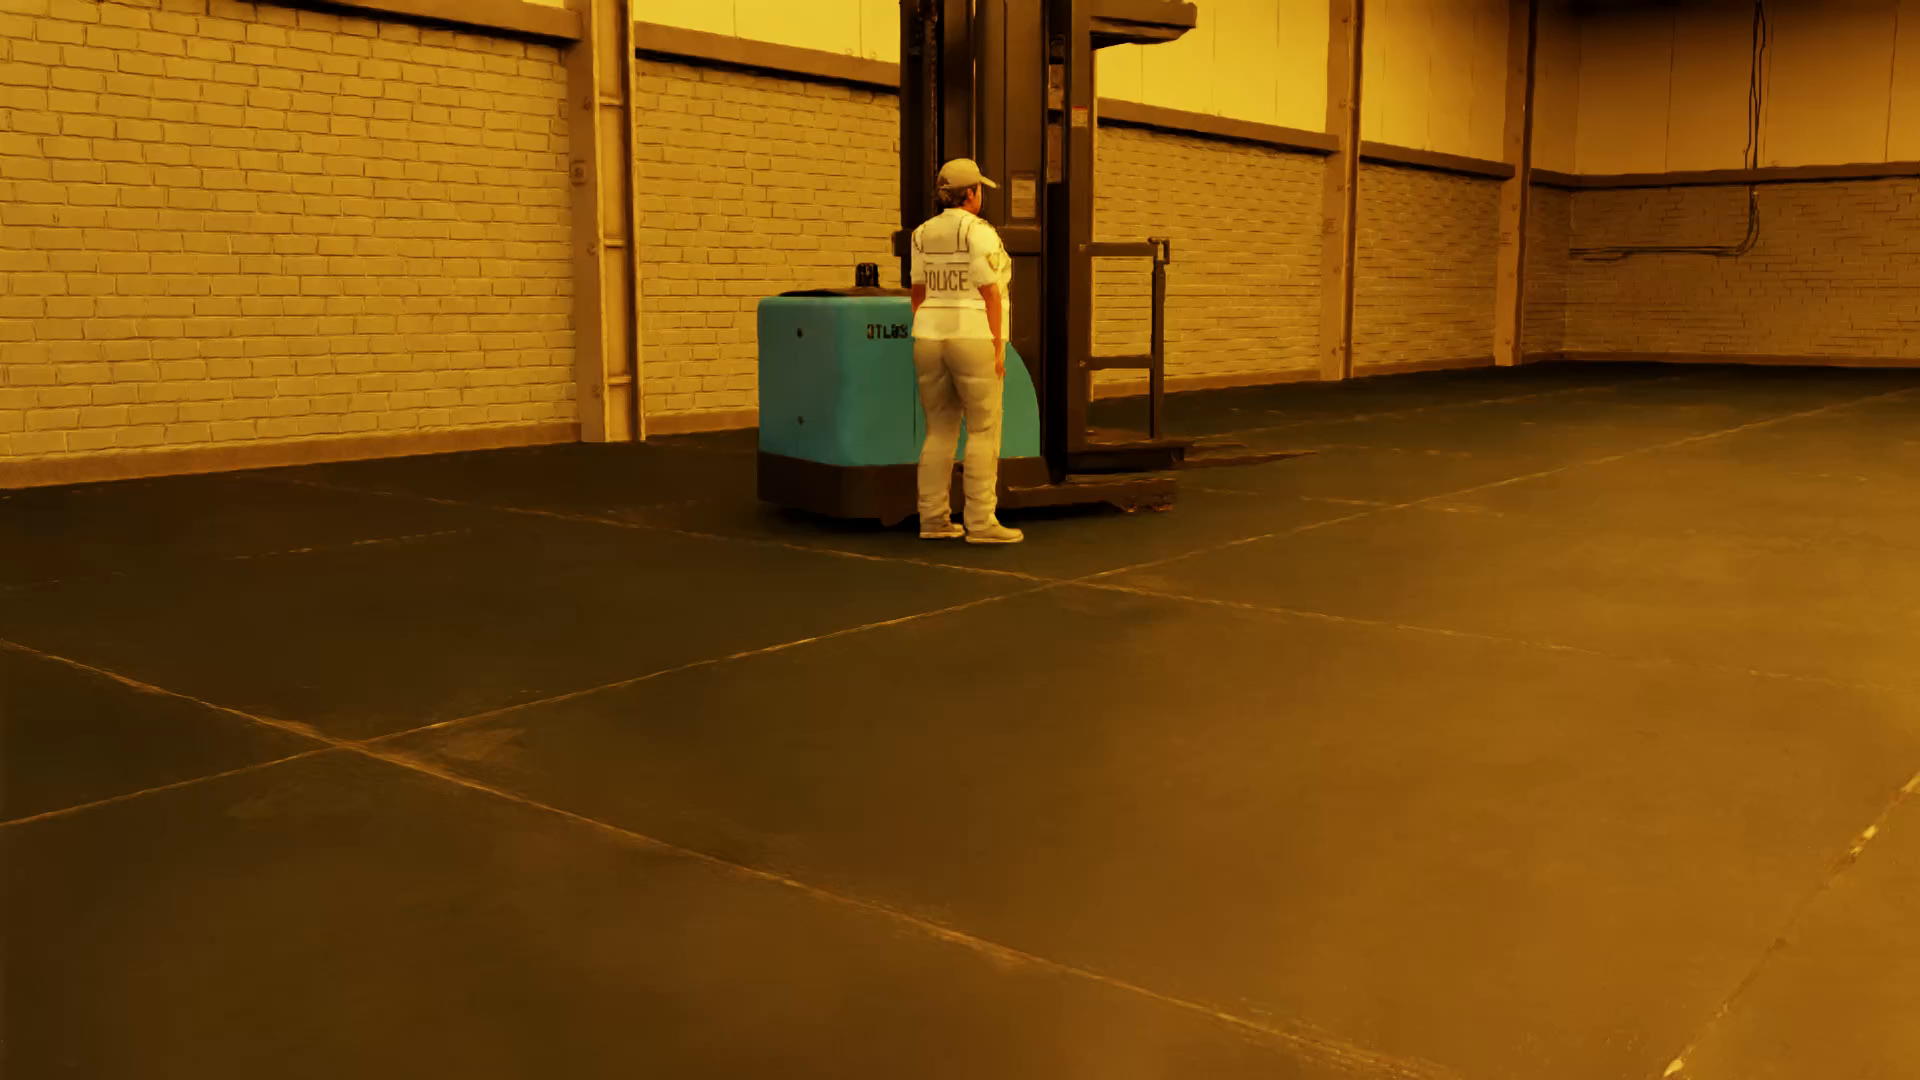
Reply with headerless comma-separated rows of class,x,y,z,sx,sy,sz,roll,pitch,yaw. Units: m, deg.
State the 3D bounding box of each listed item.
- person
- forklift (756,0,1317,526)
person,0.016,-0.823,7.294,0.482,1.669,0.390,7,11,38
forklift,0.509,-1.647,8.536,3.031,2.935,1.130,-5,10,-31
